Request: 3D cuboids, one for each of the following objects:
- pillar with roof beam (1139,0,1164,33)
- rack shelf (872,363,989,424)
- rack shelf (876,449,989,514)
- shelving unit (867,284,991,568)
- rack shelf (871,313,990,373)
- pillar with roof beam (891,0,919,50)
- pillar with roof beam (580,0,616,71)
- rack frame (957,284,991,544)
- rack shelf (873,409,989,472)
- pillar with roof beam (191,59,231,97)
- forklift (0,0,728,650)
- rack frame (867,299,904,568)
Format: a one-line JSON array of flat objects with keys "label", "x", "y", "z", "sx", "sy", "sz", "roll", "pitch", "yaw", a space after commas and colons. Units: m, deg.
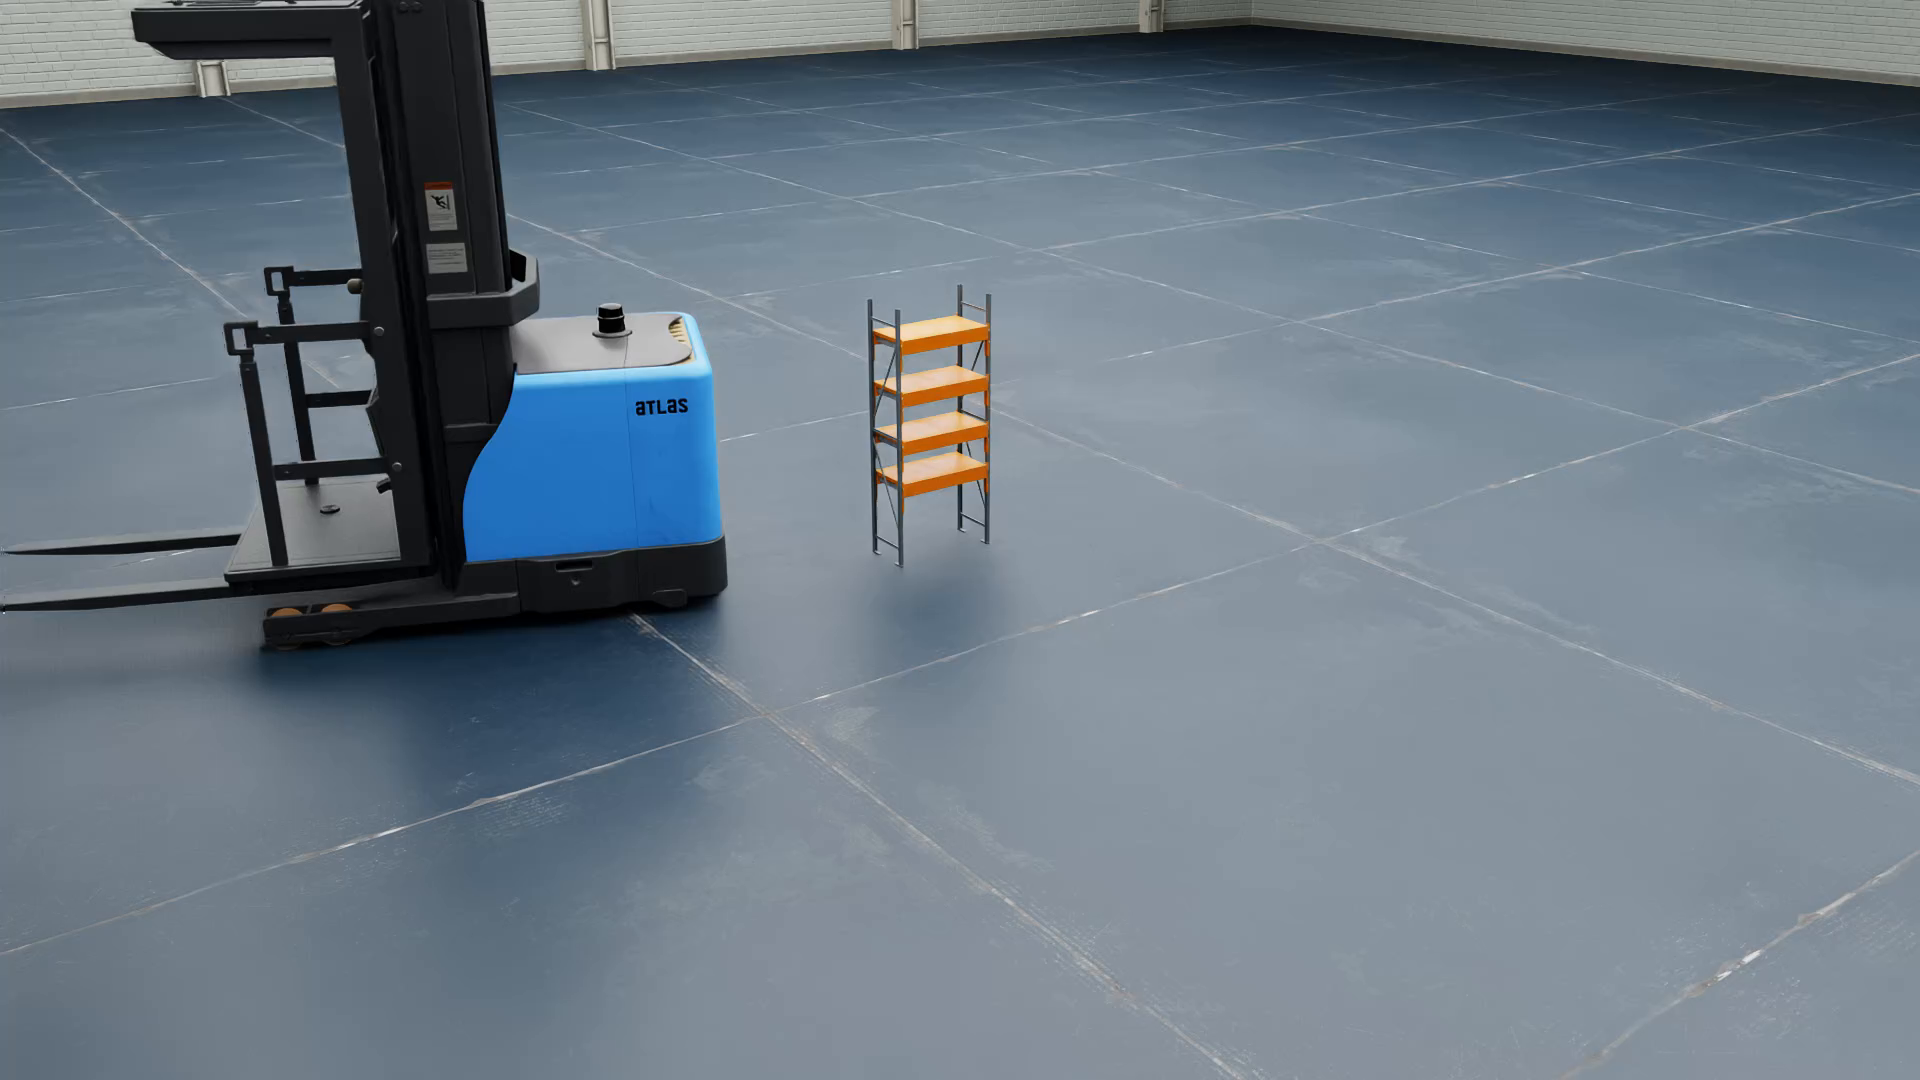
[{"label": "pillar with roof beam", "x": 6.381, "y": -13.185, "z": 28.797, "sx": 0.400, "sy": 9.000, "sz": 9.100, "roll": -15, "pitch": 26, "yaw": -33}, {"label": "rack shelf", "x": -0.134, "y": -0.667, "z": 7.526, "sx": 0.480, "sy": 0.148, "sz": 0.258, "roll": -15, "pitch": 26, "yaw": -33}, {"label": "rack shelf", "x": -0.134, "y": -0.275, "z": 7.683, "sx": 0.480, "sy": 0.148, "sz": 0.258, "roll": -15, "pitch": 26, "yaw": -33}, {"label": "shelving unit", "x": -0.134, "y": -0.521, "z": 7.584, "sx": 0.503, "sy": 1.200, "sz": 0.258, "roll": -15, "pitch": 26, "yaw": -33}, {"label": "rack shelf", "x": -0.134, "y": -0.886, "z": 7.439, "sx": 0.480, "sy": 0.148, "sz": 0.258, "roll": -15, "pitch": 26, "yaw": -33}, {"label": "pillar with roof beam", "x": 1.510, "y": -11.886, "z": 25.542, "sx": 0.400, "sy": 9.000, "sz": 9.100, "roll": -15, "pitch": 26, "yaw": -33}, {"label": "pillar with roof beam", "x": -3.360, "y": -10.588, "z": 22.288, "sx": 0.400, "sy": 9.000, "sz": 9.100, "roll": -15, "pitch": 26, "yaw": -33}, {"label": "rack frame", "x": 0.064, "y": -0.574, "z": 7.717, "sx": 0.015, "sy": 1.200, "sz": 0.240, "roll": -15, "pitch": 26, "yaw": -33}, {"label": "rack shelf", "x": -0.134, "y": -0.459, "z": 7.609, "sx": 0.480, "sy": 0.148, "sz": 0.258, "roll": -15, "pitch": 26, "yaw": -33}, {"label": "pillar with roof beam", "x": -8.231, "y": -9.289, "z": 19.033, "sx": 0.400, "sy": 9.000, "sz": 9.100, "roll": -15, "pitch": 26, "yaw": -33}, {"label": "forklift", "x": -2.580, "y": -1.128, "z": 6.769, "sx": 3.031, "sy": 2.935, "sz": 1.130, "roll": -5, "pitch": 22, "yaw": -12}, {"label": "rack frame", "x": -0.332, "y": -0.469, "z": 7.452, "sx": 0.015, "sy": 1.200, "sz": 0.240, "roll": -15, "pitch": 26, "yaw": -33}]
